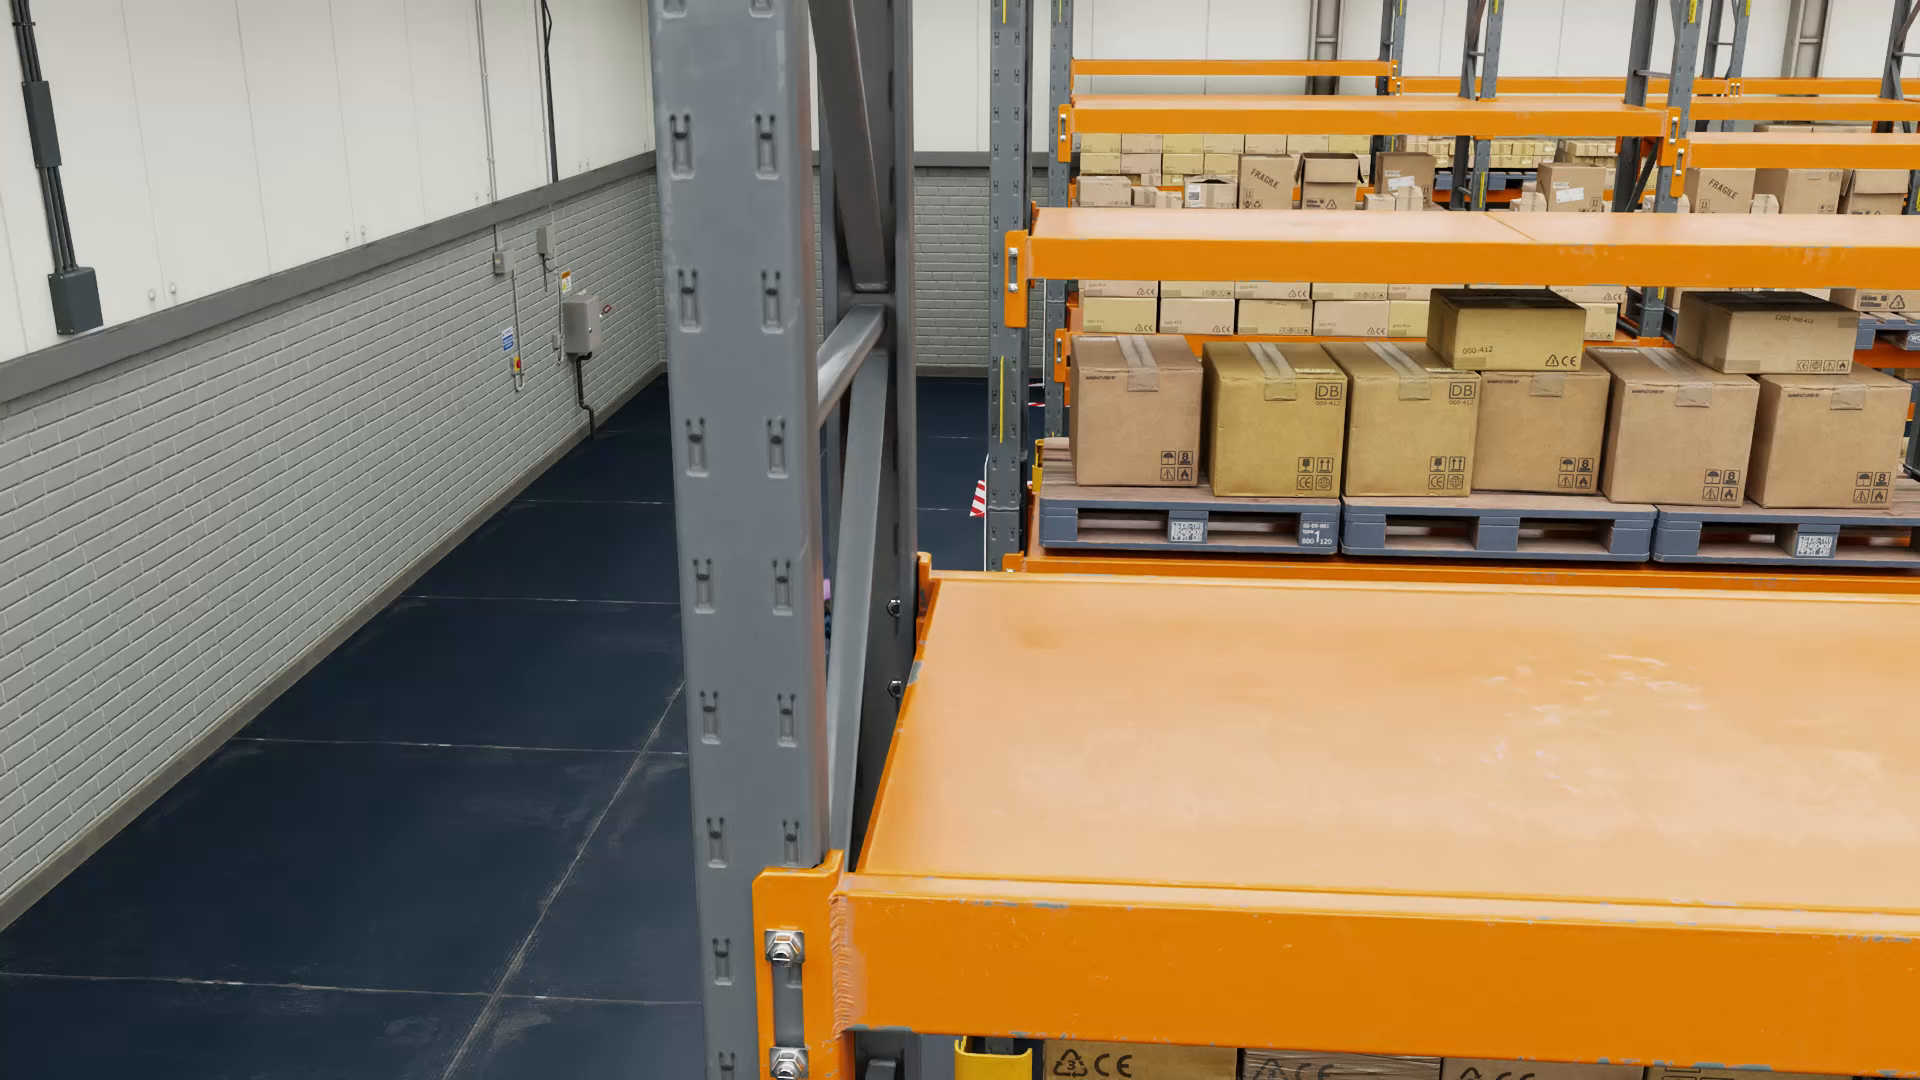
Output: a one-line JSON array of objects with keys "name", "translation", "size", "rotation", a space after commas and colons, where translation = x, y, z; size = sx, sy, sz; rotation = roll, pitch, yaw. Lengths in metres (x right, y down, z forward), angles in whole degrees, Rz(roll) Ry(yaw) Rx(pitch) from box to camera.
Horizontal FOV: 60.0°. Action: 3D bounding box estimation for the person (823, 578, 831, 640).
[{"name": "person", "translation": [-0.988, 0.641, 13.115], "size": [0.855, 0.709, 0.418], "rotation": [1, 18, 3]}]
